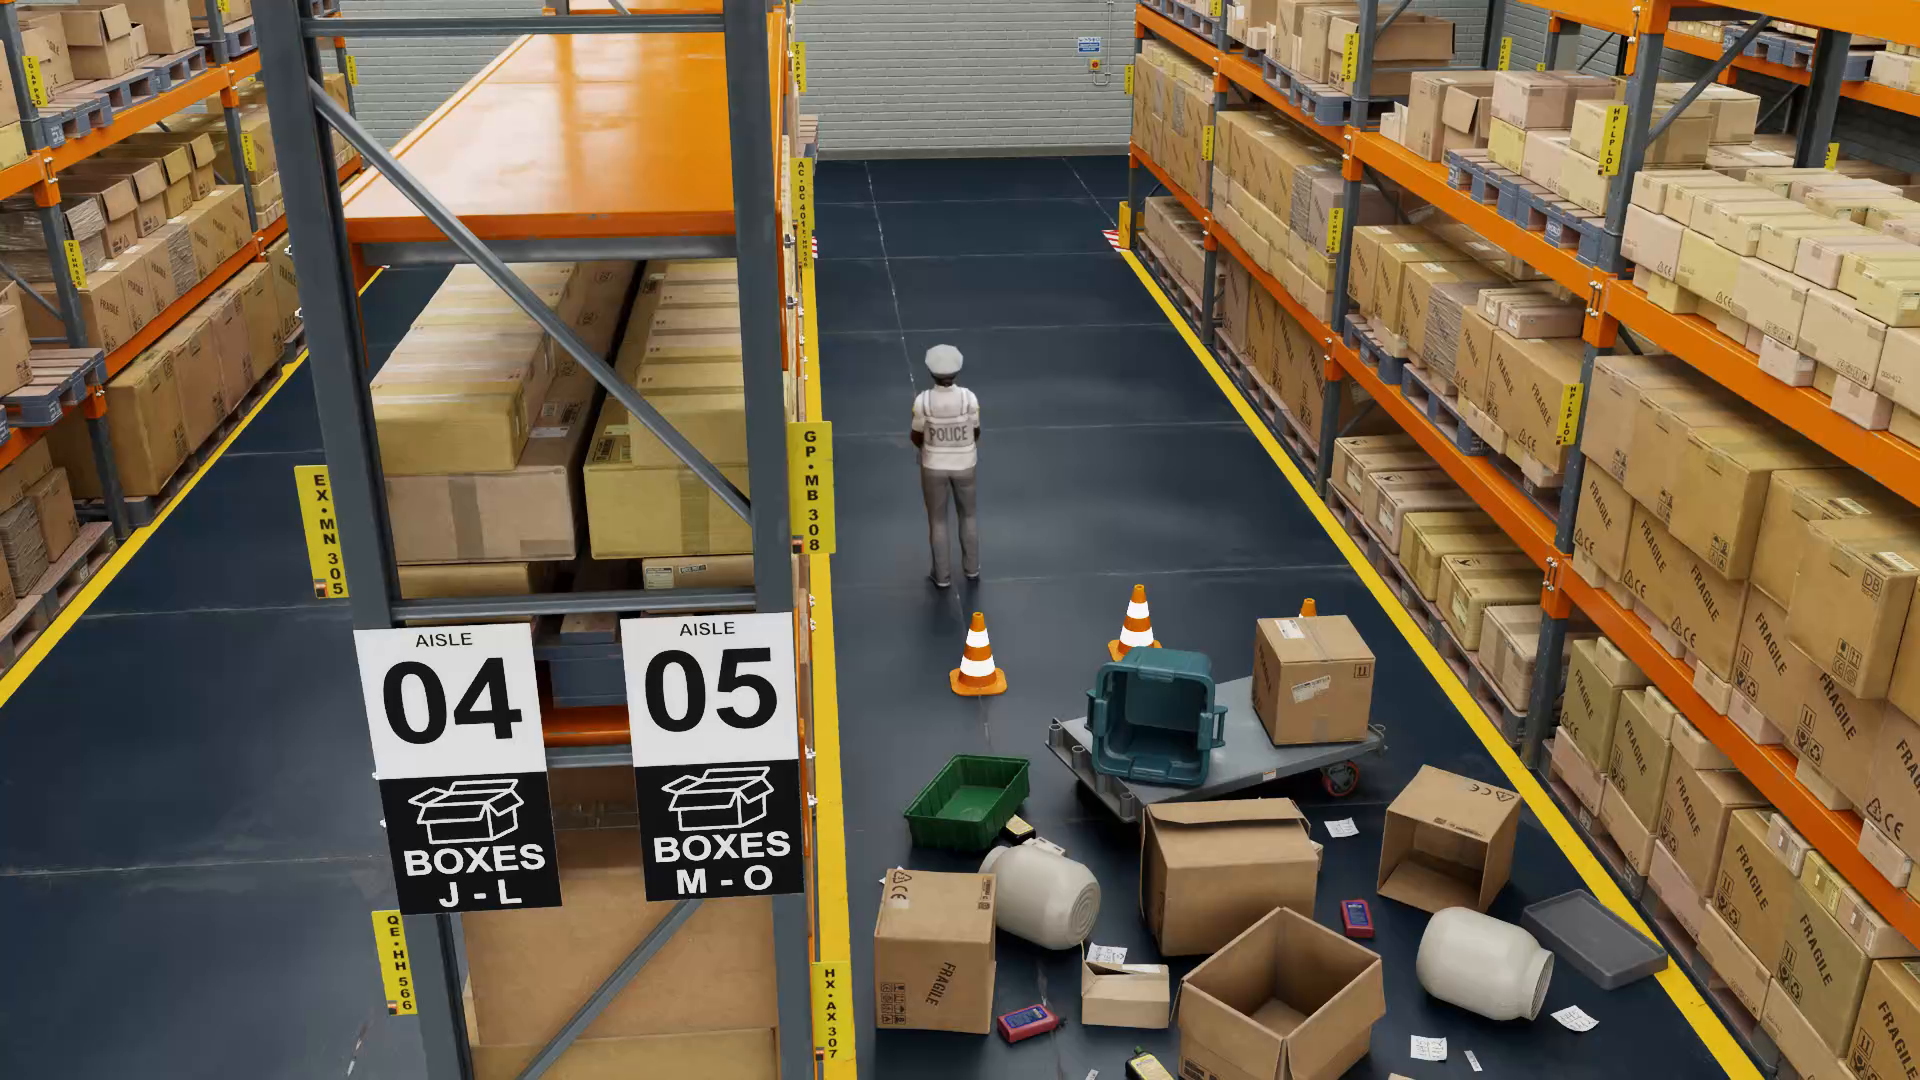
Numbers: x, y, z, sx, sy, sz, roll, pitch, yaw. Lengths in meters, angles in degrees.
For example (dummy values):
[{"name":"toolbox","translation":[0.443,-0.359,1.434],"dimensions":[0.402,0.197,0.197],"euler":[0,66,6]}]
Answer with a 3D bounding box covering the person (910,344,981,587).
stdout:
[{"name":"person","translation":[-0.088,-0.515,11.207],"dimensions":[0.495,1.702,0.489],"euler":[-2,24,-5]}]
